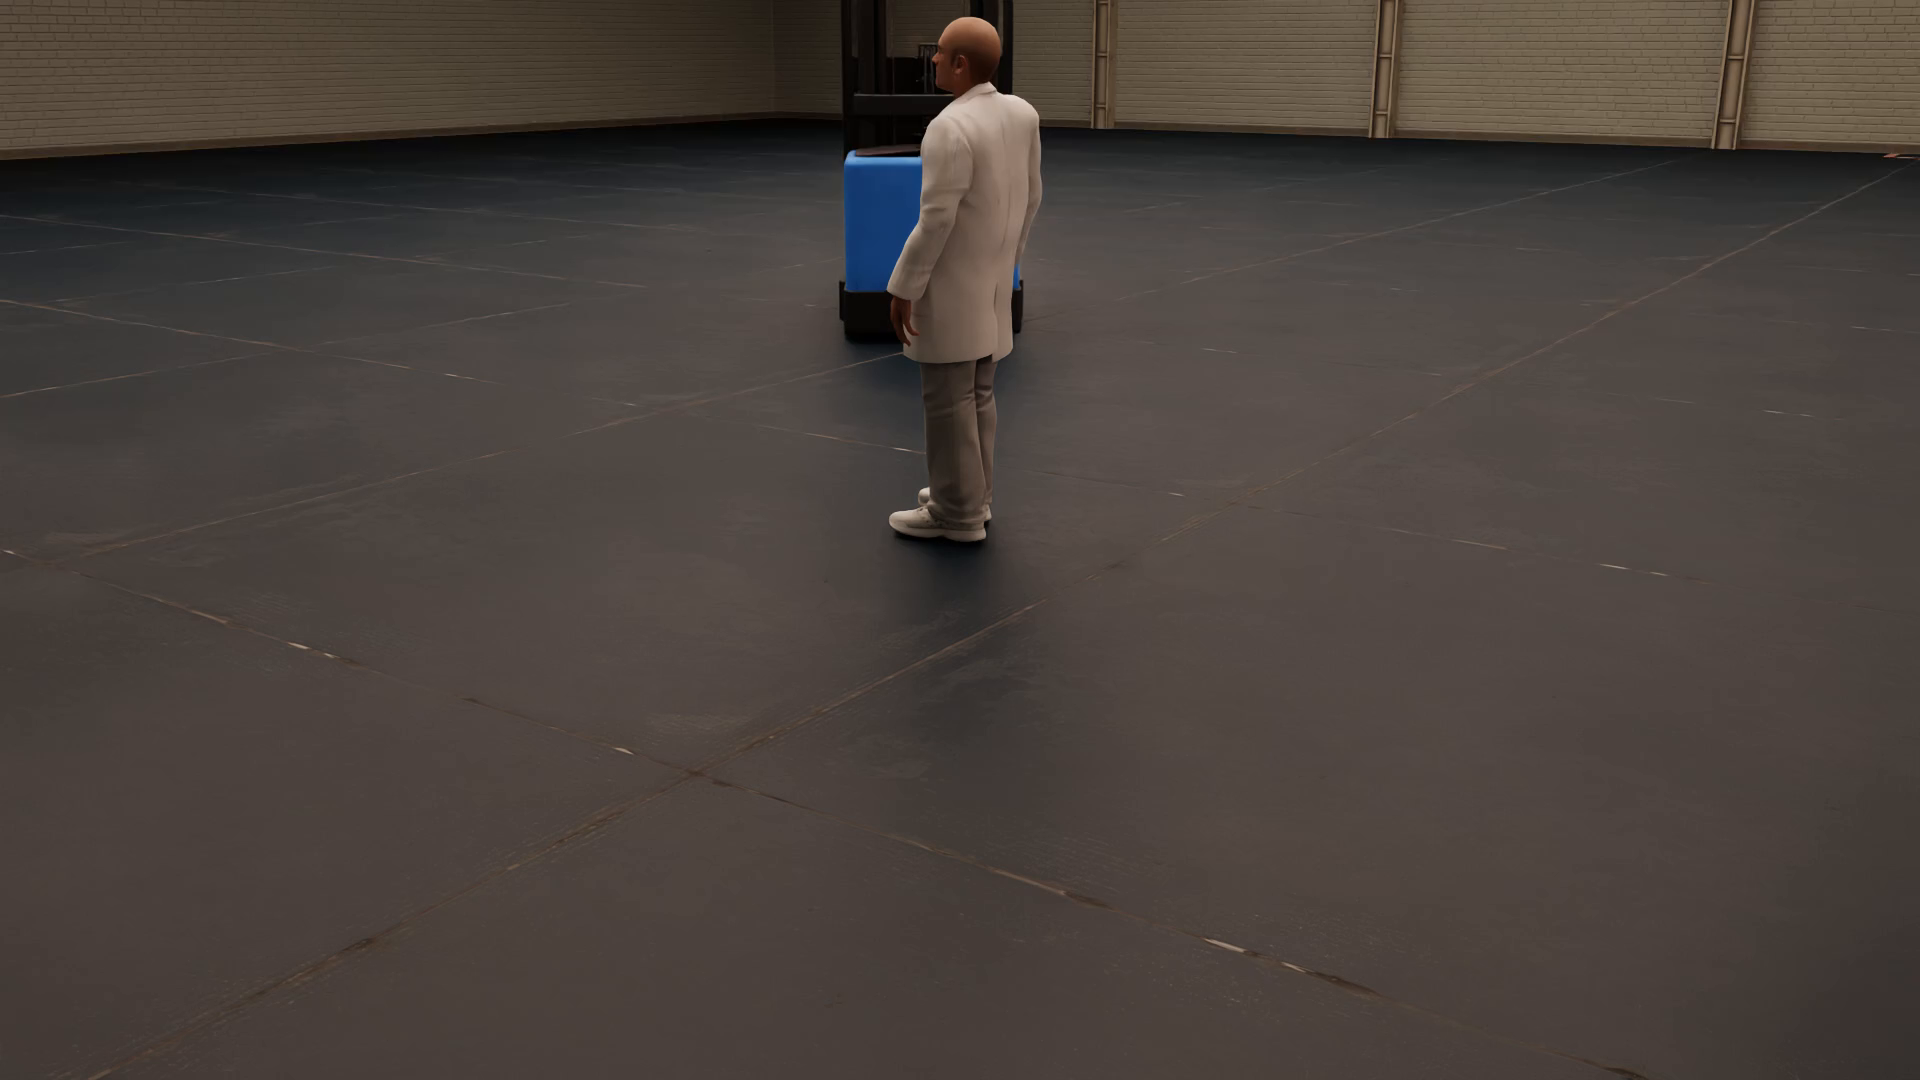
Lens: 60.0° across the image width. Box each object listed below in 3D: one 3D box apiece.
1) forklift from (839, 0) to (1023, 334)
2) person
[{"bbox_3d":[-0.219,-2.990,10.832,1.130,2.935,3.031,-1,17,-2],"label":"forklift"},{"bbox_3d":[-0.072,-0.874,5.745,0.581,1.775,0.696,11,20,33],"label":"person"}]
